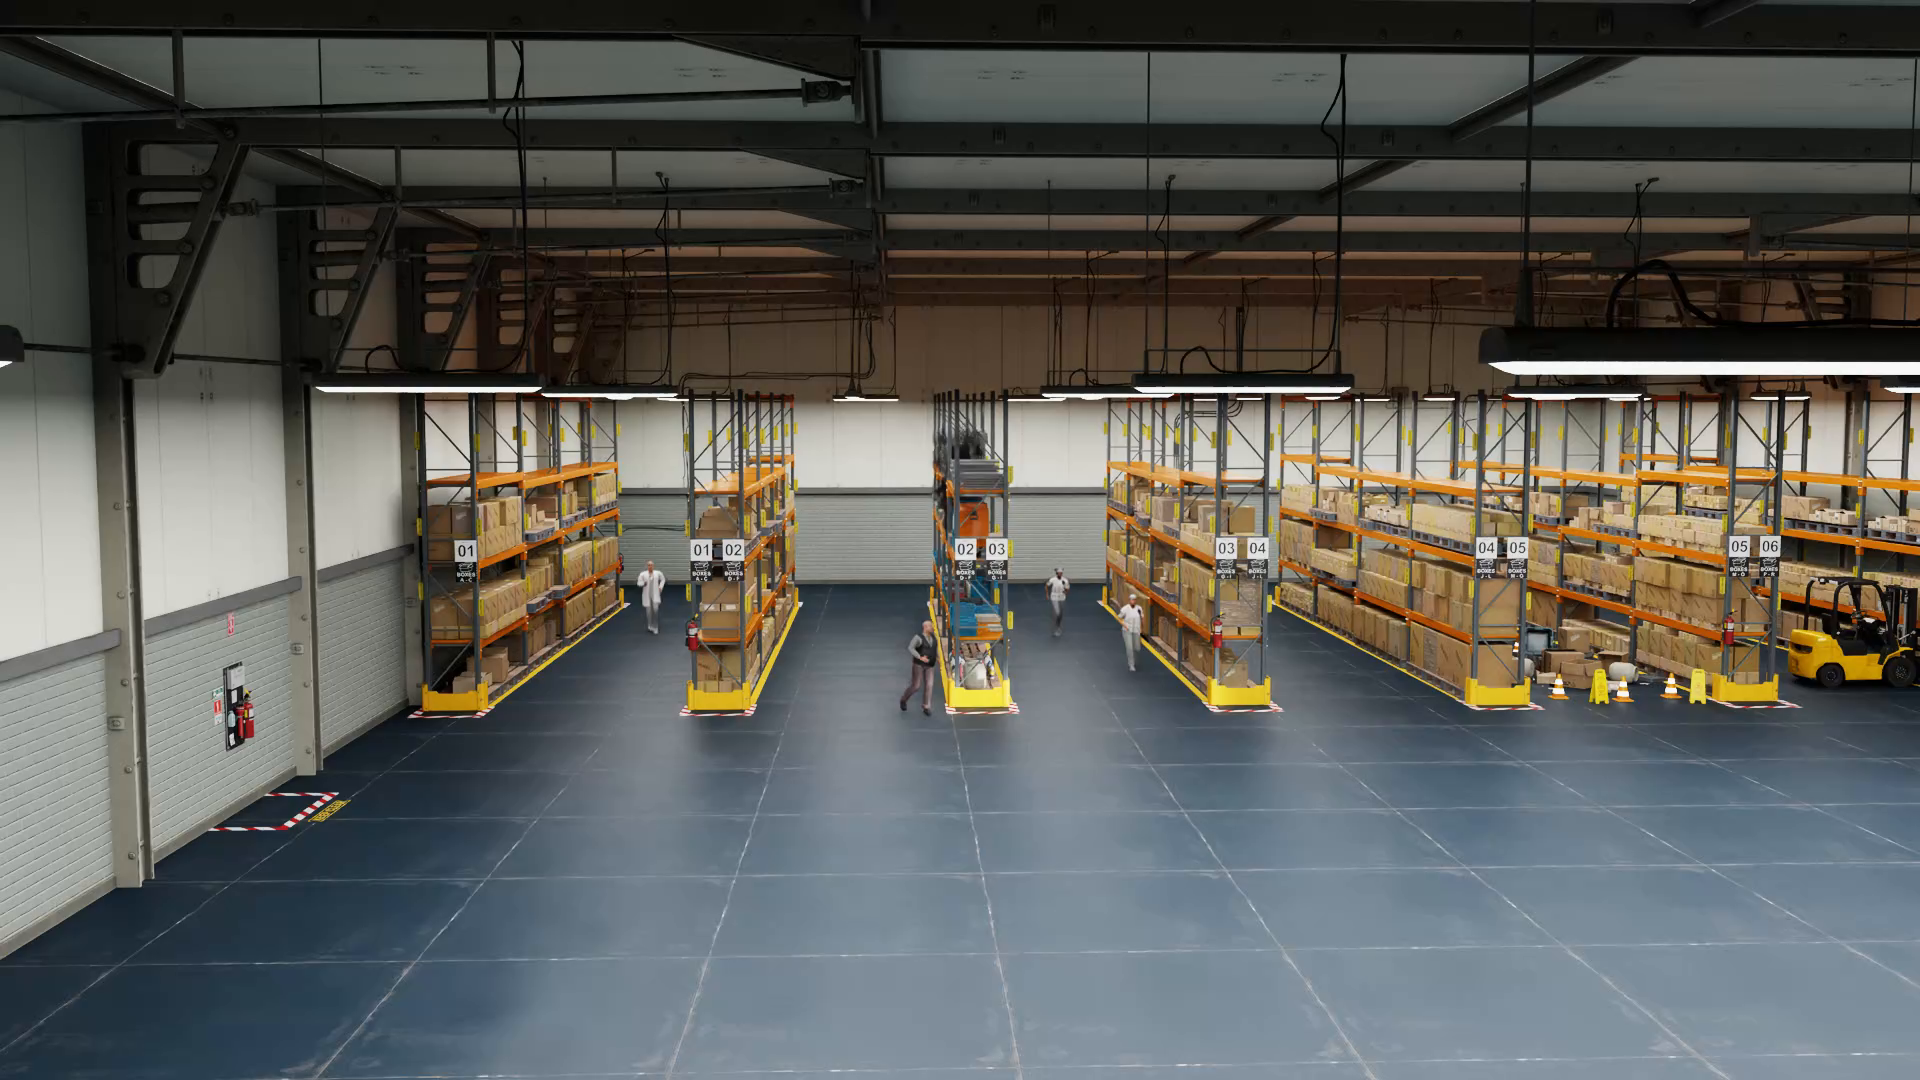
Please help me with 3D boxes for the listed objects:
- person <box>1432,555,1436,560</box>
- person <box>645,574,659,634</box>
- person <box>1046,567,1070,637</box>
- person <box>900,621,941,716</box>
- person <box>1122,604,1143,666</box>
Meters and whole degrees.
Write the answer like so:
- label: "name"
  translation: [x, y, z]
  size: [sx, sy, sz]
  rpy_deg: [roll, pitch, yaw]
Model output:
- label: "person"
  translation: [14.023, 0.890, 49.345]
  size: [0.650, 1.704, 0.612]
  rpy_deg: [0, 5, 3]
- label: "person"
  translation: [-7.754, 1.565, 41.741]
  size: [0.610, 1.586, 0.677]
  rpy_deg: [-1, 5, -9]
- label: "person"
  translation: [2.439, 1.529, 41.194]
  size: [0.538, 1.747, 0.814]
  rpy_deg: [-1, 5, -12]
- label: "person"
  translation: [-0.650, 2.352, 30.809]
  size: [0.696, 1.706, 0.879]
  rpy_deg: [-3, 6, -34]
- label: "person"
  translation: [3.713, 2.063, 35.980]
  size: [0.451, 1.344, 0.496]
  rpy_deg: [-1, 5, -7]
